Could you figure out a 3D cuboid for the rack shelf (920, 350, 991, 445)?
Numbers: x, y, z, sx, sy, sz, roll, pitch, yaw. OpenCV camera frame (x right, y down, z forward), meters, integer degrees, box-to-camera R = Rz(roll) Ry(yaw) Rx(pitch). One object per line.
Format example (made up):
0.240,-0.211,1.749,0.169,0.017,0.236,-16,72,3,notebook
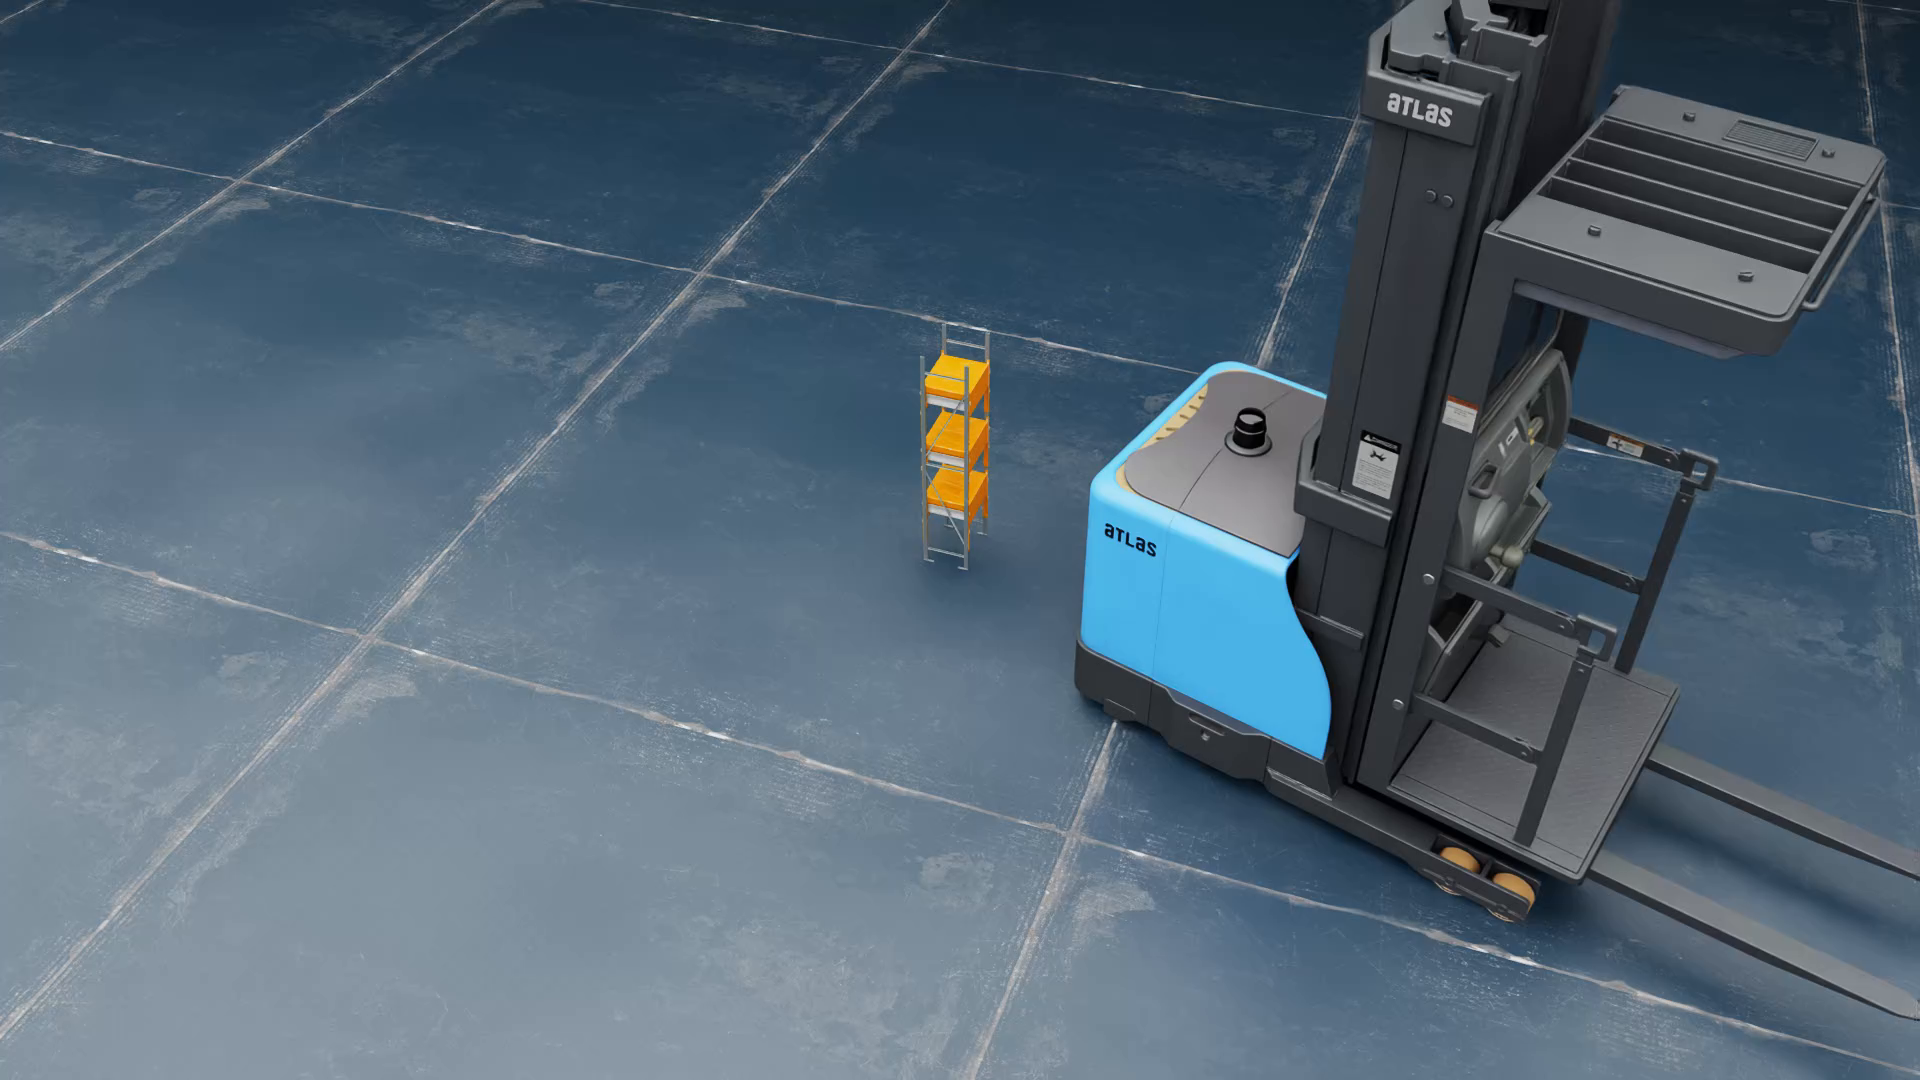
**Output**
-0.018,-0.575,6.694,0.215,0.259,0.240,13,42,15,rack shelf

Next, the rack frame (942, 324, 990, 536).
0.023,-0.441,6.958,0.200,1.050,0.008,13,42,15,rack frame

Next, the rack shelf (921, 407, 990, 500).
-0.018,-0.359,6.878,0.215,0.259,0.240,13,42,15,rack shelf

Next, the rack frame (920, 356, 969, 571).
-0.060,-0.292,6.784,0.200,1.050,0.008,13,42,15,rack frame

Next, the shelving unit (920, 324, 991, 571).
-0.018,-0.367,6.871,0.215,1.050,0.252,13,42,15,shelving unit

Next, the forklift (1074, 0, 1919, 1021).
1.941,-0.202,5.228,3.031,2.935,1.130,25,46,26,forklift

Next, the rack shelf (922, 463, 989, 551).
-0.018,-0.147,7.058,0.215,0.259,0.240,13,42,15,rack shelf
